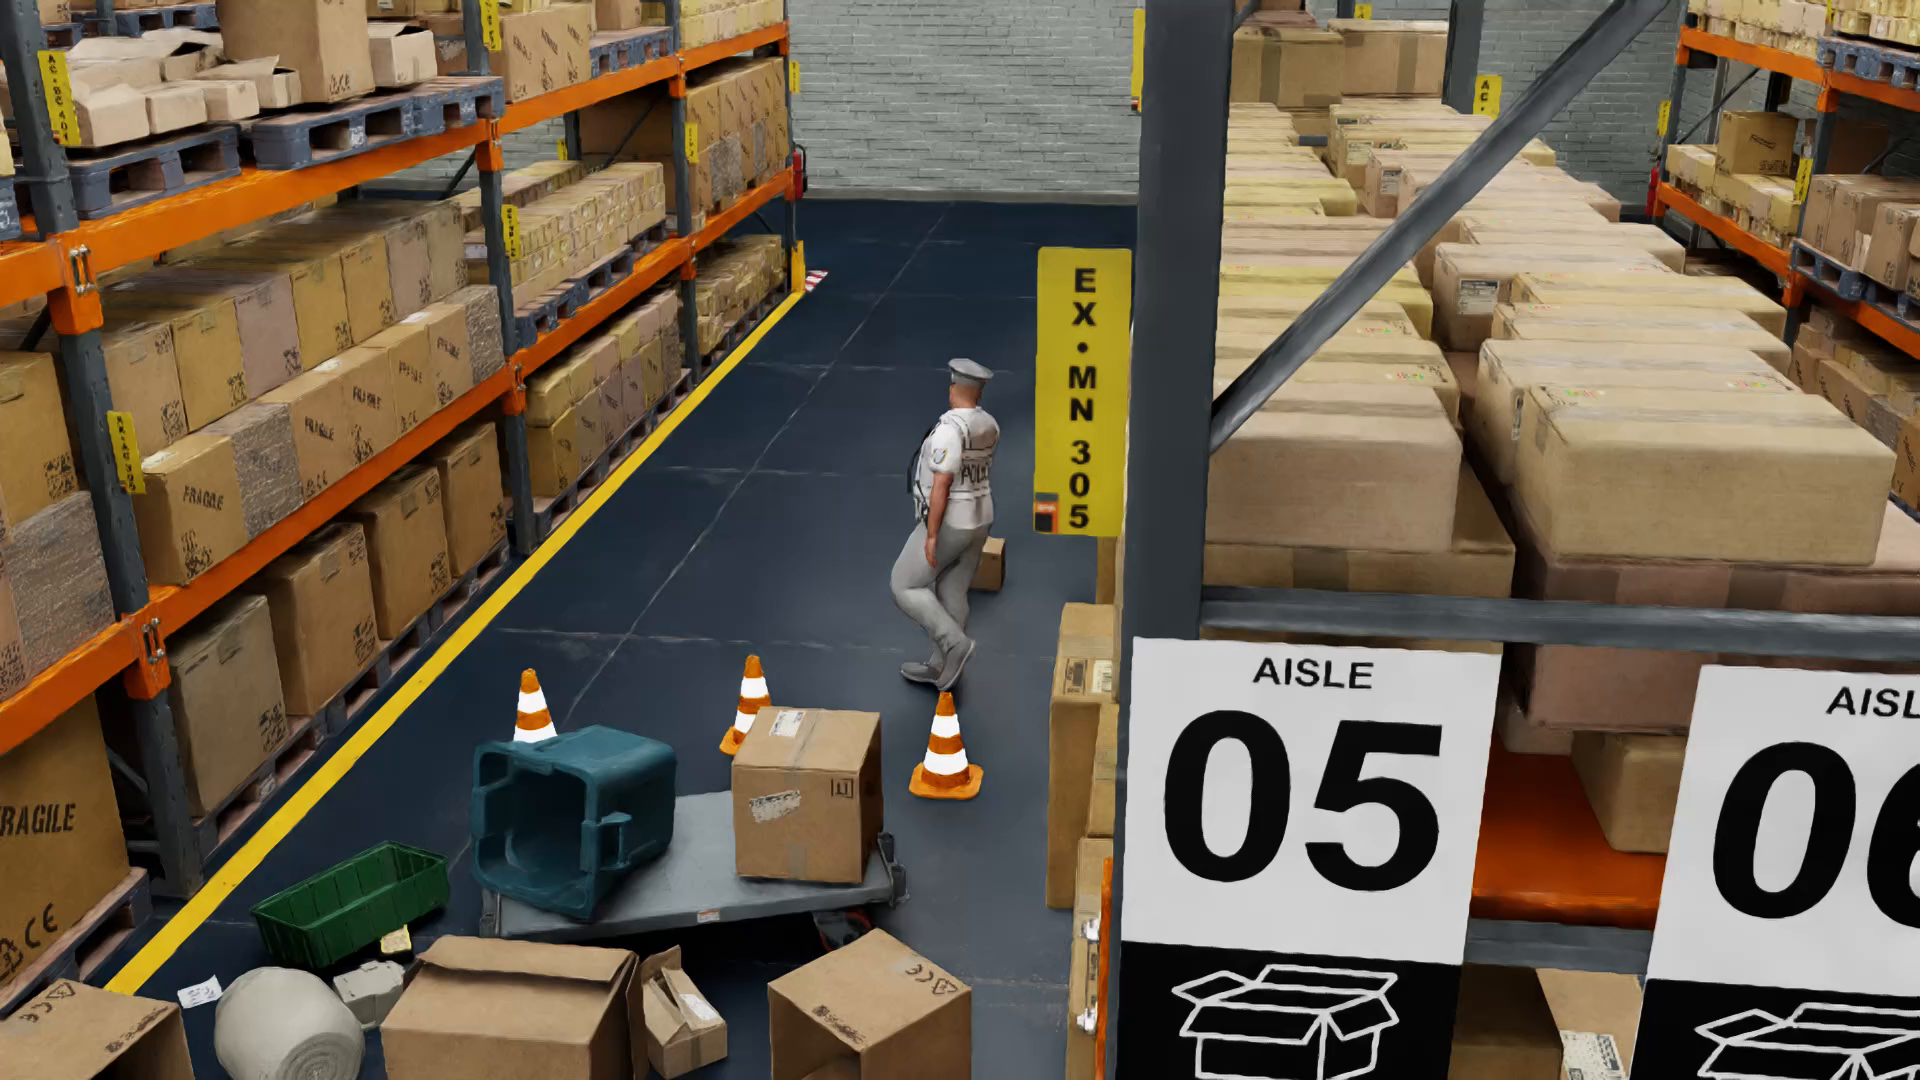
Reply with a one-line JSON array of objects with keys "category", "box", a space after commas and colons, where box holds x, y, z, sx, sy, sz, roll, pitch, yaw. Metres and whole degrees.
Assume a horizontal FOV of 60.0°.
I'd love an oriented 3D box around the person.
[{"category": "person", "box": [-0.019, -0.063, 8.761, 0.531, 1.696, 0.690, 14, 25, 32]}]
